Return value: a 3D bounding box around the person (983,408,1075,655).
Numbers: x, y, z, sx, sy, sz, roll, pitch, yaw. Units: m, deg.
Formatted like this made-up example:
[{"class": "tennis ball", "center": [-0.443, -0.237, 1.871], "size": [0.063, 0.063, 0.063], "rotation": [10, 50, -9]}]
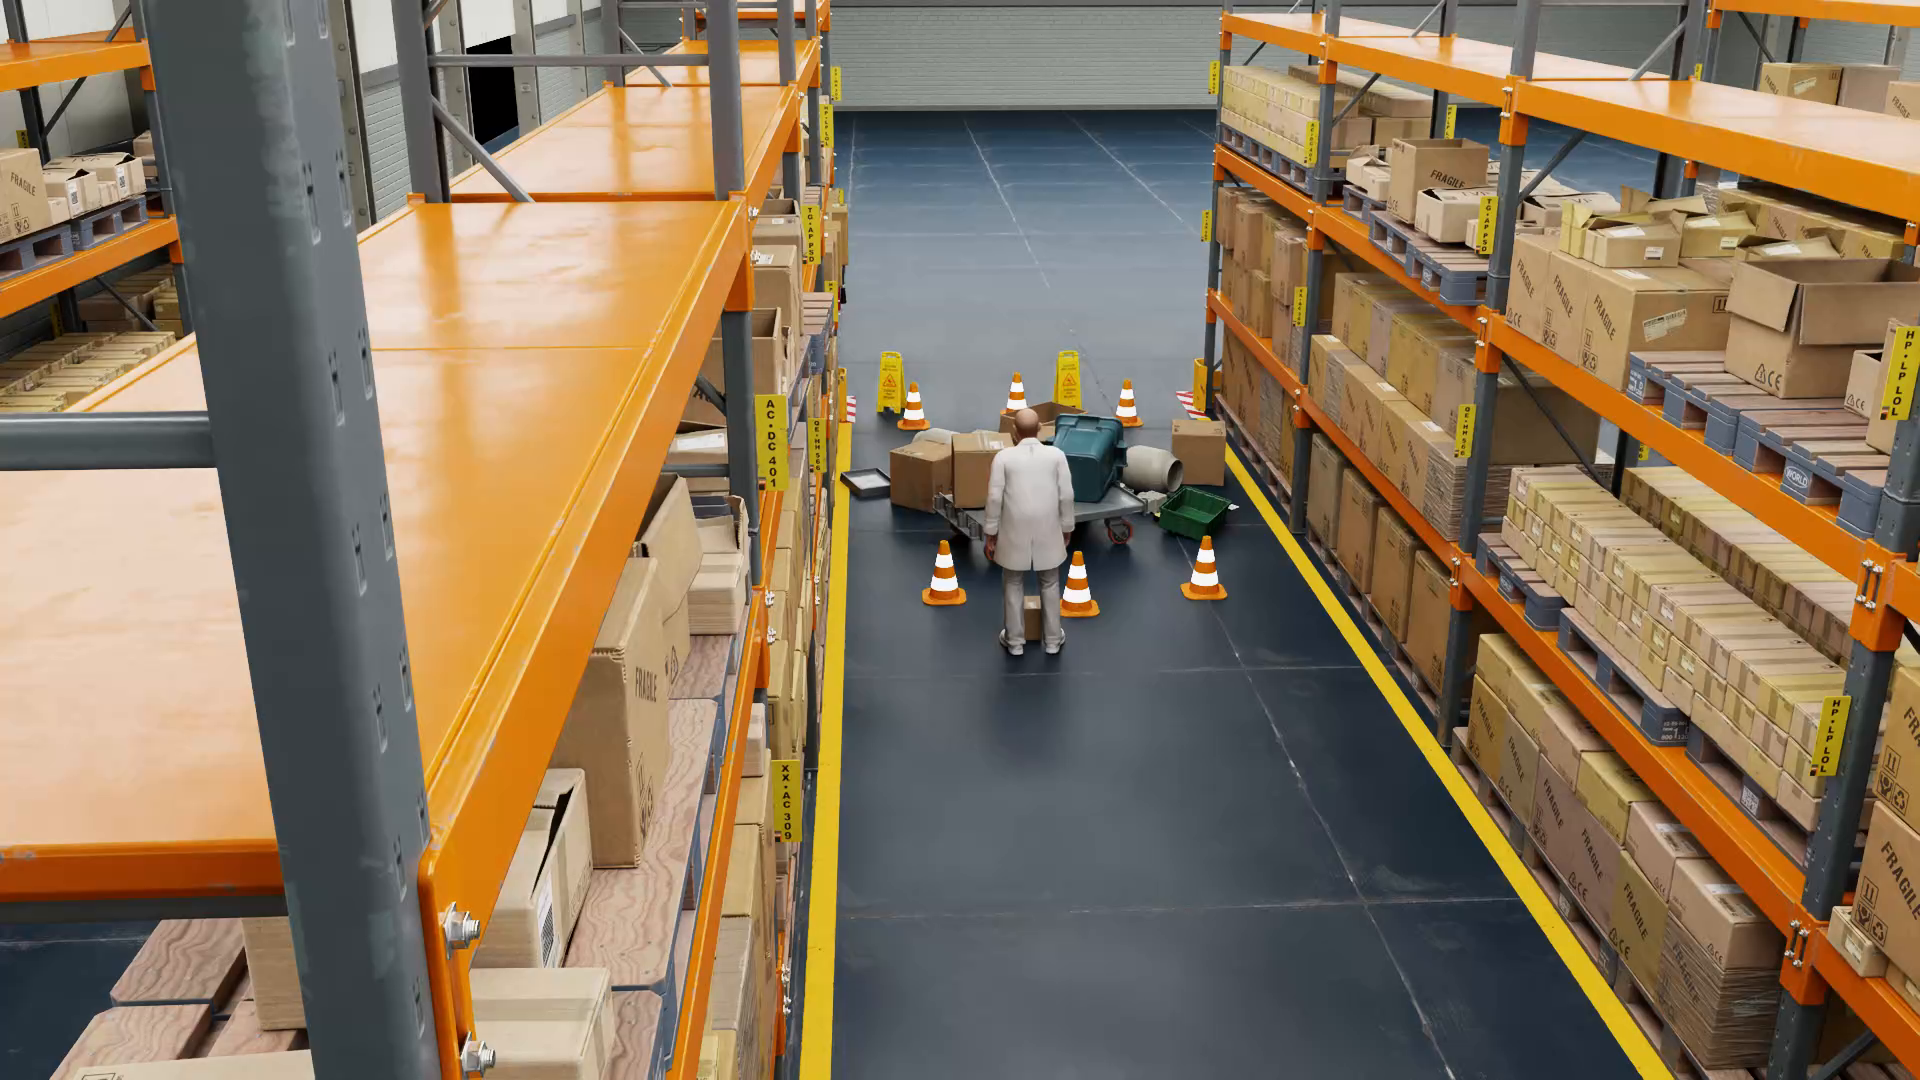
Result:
[{"class": "person", "center": [0.490, 0.032, 11.783], "size": [0.653, 1.586, 0.416], "rotation": [-1, 20, -4]}]
